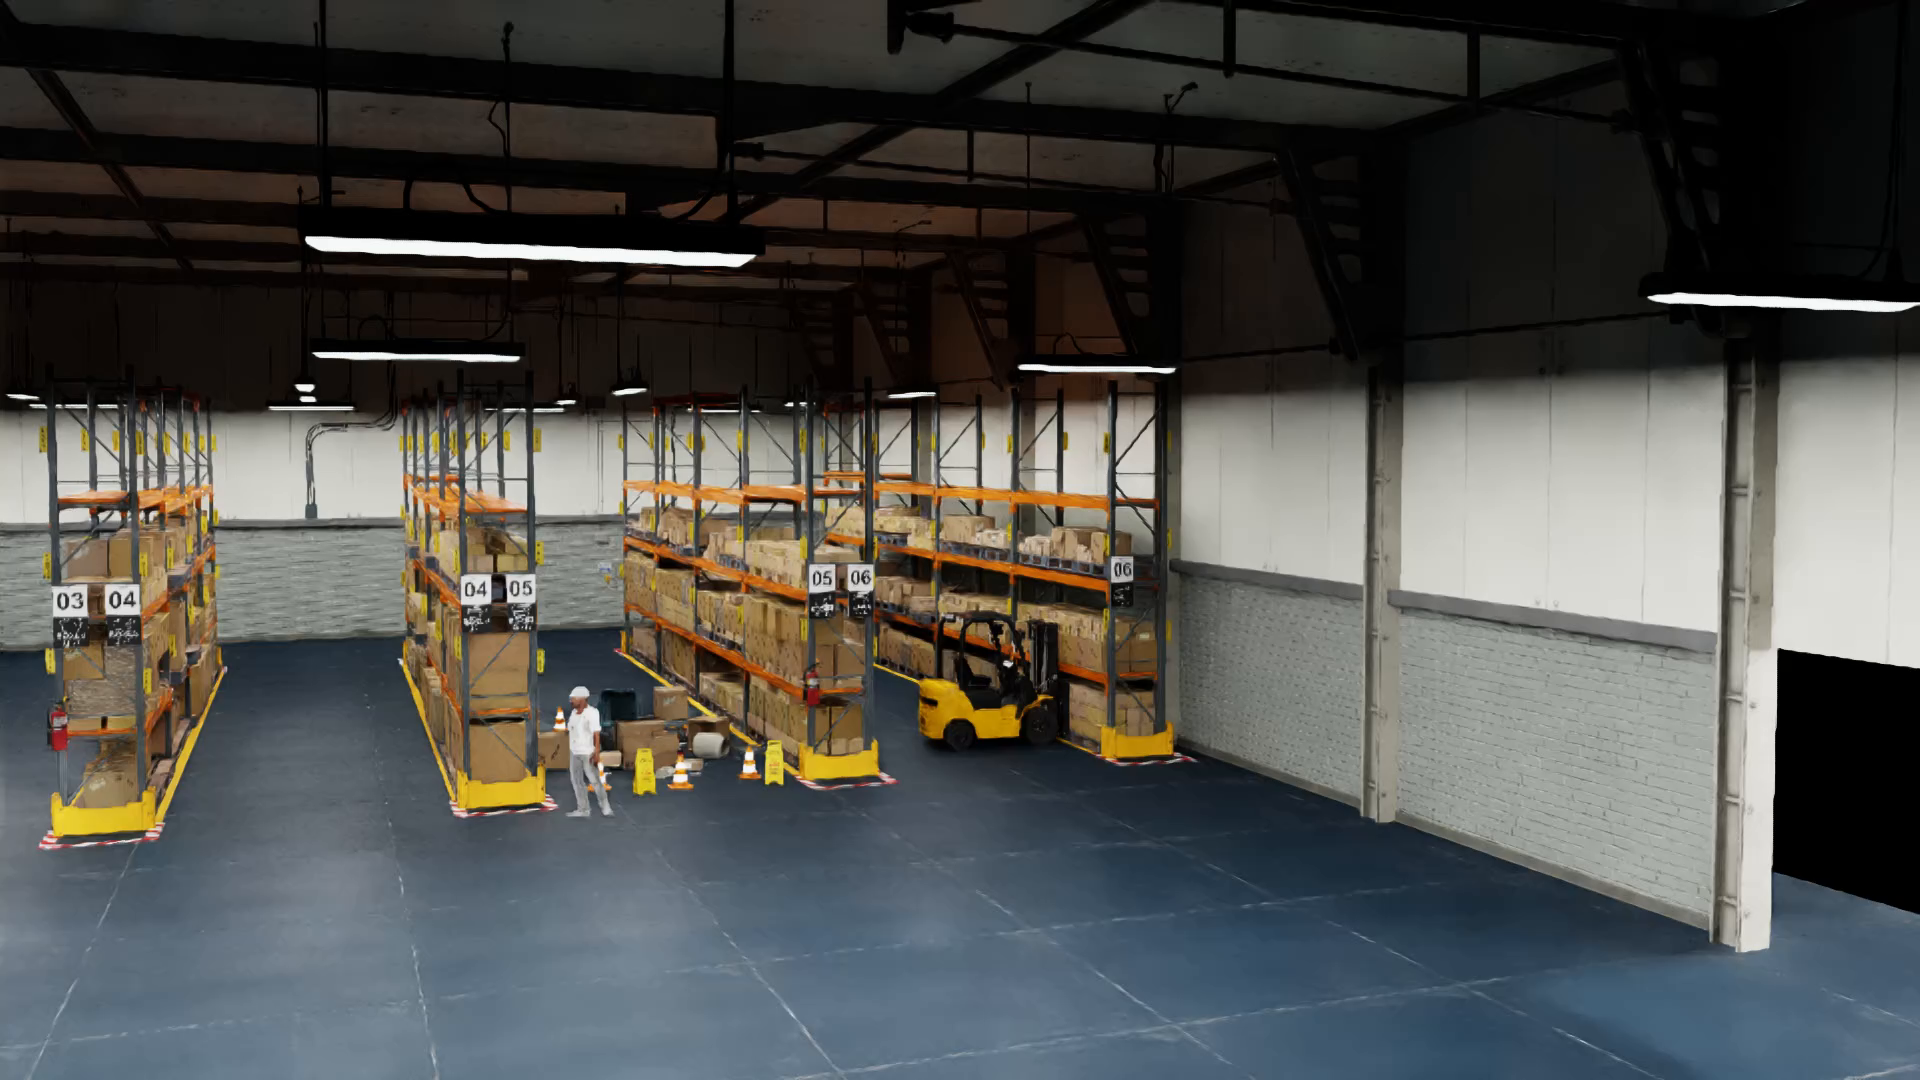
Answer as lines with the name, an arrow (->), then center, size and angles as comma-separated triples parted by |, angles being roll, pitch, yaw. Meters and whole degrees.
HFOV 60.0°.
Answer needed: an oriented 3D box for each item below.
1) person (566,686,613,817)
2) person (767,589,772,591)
person -> -4.995, 2.829, 22.298 | 0.658, 1.759, 0.540 | 3, 4, 41
person -> -4.385, 1.885, 37.849 | 0.590, 1.783, 0.669 | 0, 3, 2
